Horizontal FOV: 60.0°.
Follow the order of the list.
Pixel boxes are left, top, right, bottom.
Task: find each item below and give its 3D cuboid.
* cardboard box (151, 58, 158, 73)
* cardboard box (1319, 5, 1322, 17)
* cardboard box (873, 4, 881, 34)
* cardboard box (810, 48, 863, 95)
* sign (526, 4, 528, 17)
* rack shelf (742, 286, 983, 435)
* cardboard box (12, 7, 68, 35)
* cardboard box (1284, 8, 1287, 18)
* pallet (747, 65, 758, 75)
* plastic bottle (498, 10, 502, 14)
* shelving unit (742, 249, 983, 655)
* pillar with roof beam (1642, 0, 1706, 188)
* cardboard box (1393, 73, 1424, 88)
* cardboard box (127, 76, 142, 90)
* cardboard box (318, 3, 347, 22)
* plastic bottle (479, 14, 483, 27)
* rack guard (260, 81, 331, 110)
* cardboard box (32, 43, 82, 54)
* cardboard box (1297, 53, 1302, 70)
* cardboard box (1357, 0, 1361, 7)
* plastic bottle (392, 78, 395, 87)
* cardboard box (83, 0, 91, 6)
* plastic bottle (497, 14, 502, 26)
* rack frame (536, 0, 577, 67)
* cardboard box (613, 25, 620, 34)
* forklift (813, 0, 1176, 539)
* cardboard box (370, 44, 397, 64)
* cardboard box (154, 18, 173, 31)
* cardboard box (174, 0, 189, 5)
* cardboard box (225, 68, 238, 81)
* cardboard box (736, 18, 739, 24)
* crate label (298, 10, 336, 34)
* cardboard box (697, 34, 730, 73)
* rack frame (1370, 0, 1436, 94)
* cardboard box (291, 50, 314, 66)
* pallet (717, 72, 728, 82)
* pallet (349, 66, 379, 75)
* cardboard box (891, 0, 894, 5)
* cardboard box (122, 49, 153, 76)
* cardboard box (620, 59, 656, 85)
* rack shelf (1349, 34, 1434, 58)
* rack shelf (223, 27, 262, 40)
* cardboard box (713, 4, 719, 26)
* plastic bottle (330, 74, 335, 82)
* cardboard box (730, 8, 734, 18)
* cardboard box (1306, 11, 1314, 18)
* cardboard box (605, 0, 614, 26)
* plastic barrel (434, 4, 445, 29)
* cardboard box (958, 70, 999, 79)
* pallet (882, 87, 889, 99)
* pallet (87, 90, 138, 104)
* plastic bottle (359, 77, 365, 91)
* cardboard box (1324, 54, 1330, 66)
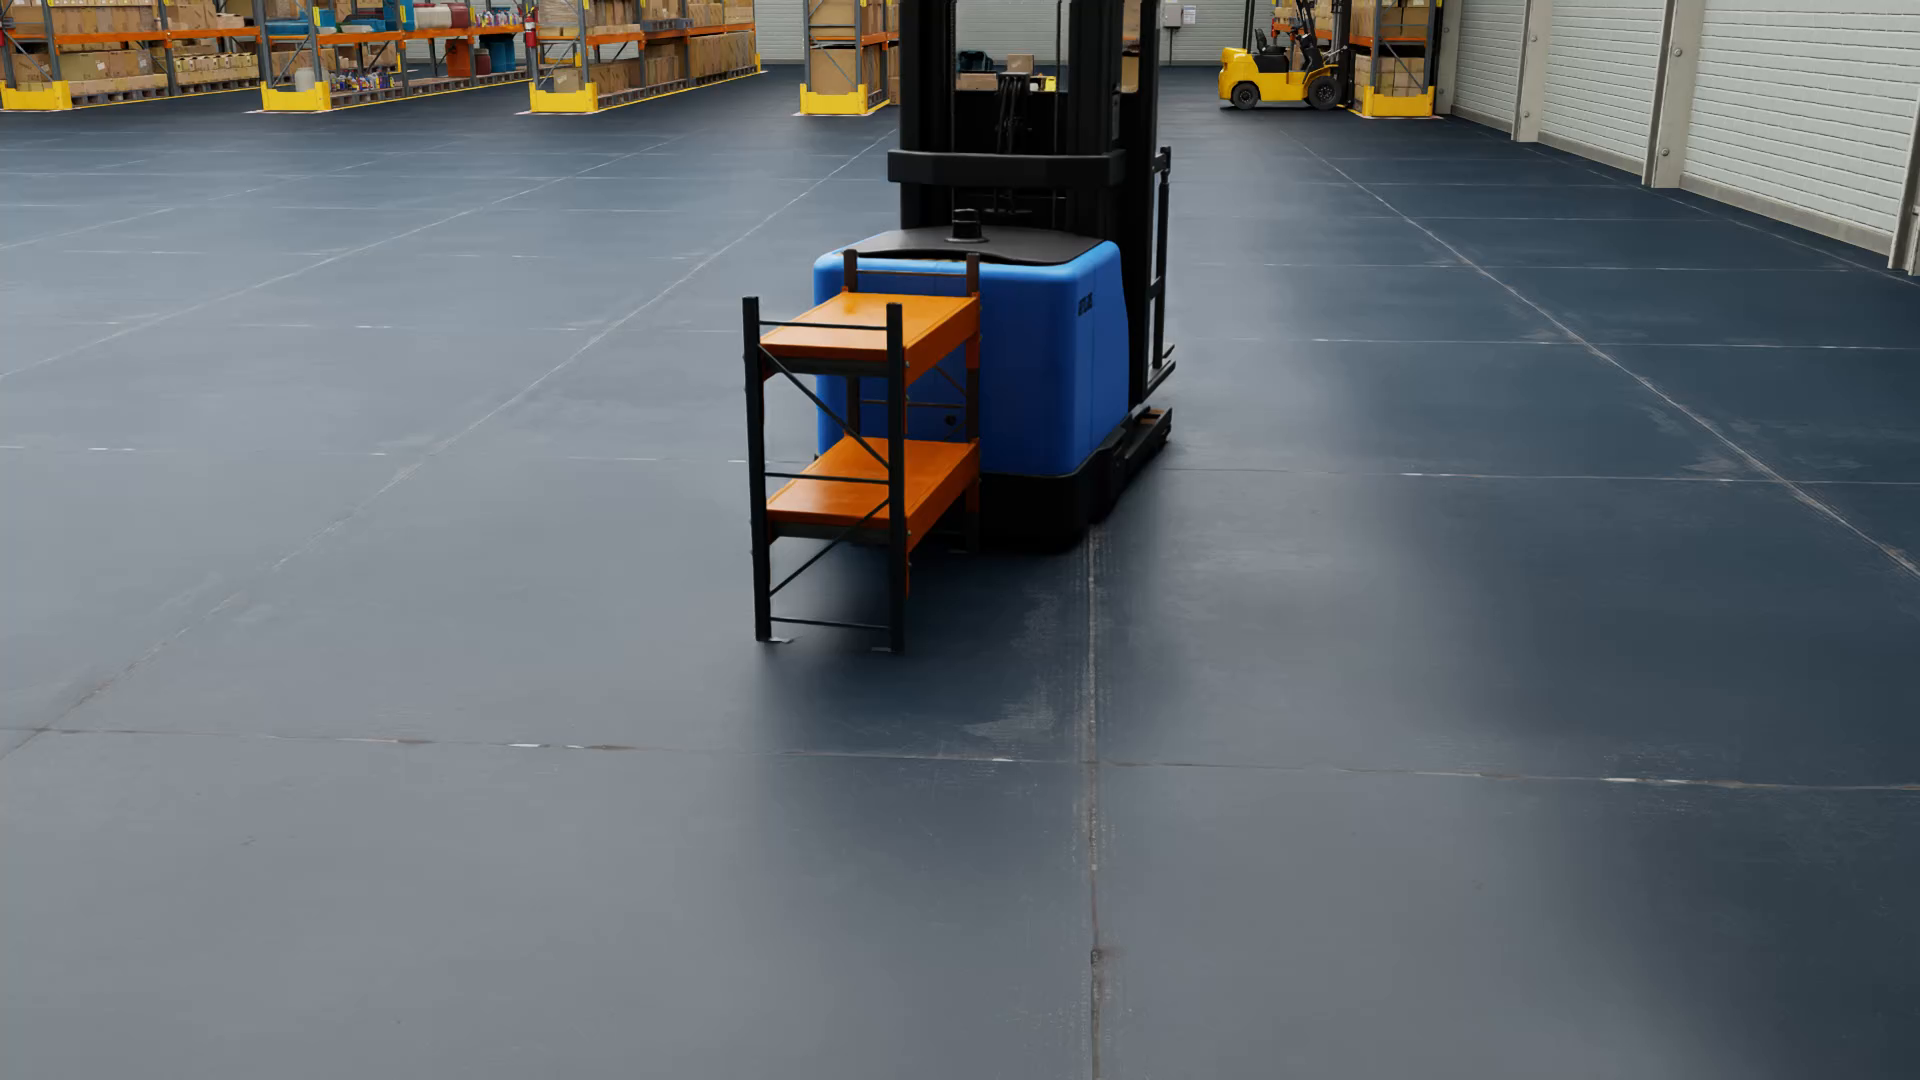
[{"bbox_3d":[-17.036,-9.950,34.813,0.500,0.311,0.500,1,18,4],"label":"cardboard box"},{"bbox_3d":[7.912,-11.226,35.305,0.500,0.250,0.500,2,18,6],"label":"cardboard box"},{"bbox_3d":[-1.990,-10.079,32.126,0.875,0.550,0.550,1,18,4],"label":"cardboard box"},{"bbox_3d":[-2.262,-8.454,30.144,0.875,0.875,0.875,1,18,4],"label":"cardboard box"},{"bbox_3d":[-10.716,-13.150,41.294,0.100,0.325,0.005,1,18,4],"label":"sign"},{"bbox_3d":[-0.297,-0.623,5.577,0.538,0.278,1.000,4,19,13],"label":"rack shelf"},{"bbox_3d":[-17.019,-9.609,30.769,0.700,0.500,0.500,1,18,4],"label":"cardboard box"},{"bbox_3d":[8.374,-13.134,41.453,0.500,0.250,0.500,1,18,4],"label":"cardboard box"},{"bbox_3d":[-6.017,-12.588,44.501,1.003,0.211,1.213,1,18,4],"label":"pallet"},{"bbox_3d":[-11.161,-12.661,40.325,0.144,0.351,0.185,1,18,4],"label":"plastic bottle"},{"bbox_3d":[-0.297,-0.345,5.669,0.538,1.125,1.048,4,19,13],"label":"shelving unit"},{"bbox_3d":[3.446,-8.279,17.239,9.100,9.000,0.400,1,18,4],"label":"pillar with roof beam"},{"bbox_3d":[7.892,-8.135,29.371,0.500,0.250,0.500,2,18,5],"label":"cardboard box"},{"bbox_3d":[-16.661,-9.092,33.095,0.500,0.250,0.500,1,18,4],"label":"cardboard box"},{"bbox_3d":[-15.897,-13.343,42.166,0.500,0.500,0.500,2,18,5],"label":"cardboard box"},{"bbox_3d":[-11.110,-12.045,38.554,0.061,0.283,0.133,1,18,4],"label":"plastic bottle"},{"bbox_3d":[-12.167,-8.141,30.467,1.175,0.500,0.348,1,18,4],"label":"rack guard"},{"bbox_3d":[-21.250,-11.414,39.217,0.750,0.750,0.750,1,18,3],"label":"cardboard box"},{"bbox_3d":[8.183,-11.136,38.932,0.500,0.500,0.500,1,18,2],"label":"cardboard box"},{"bbox_3d":[7.522,-9.888,30.581,0.380,0.149,0.250,1,18,3],"label":"cardboard box"},{"bbox_3d":[-11.554,-9.307,33.796,0.097,0.201,0.097,0,18,0],"label":"plastic bottle"},{"bbox_3d":[-16.750,-10.210,31.562,0.380,0.149,0.250,1,18,2],"label":"cardboard box"},{"bbox_3d":[-11.059,-12.459,39.828,0.152,0.276,0.135,1,18,4],"label":"plastic bottle"},{"bbox_3d":[-10.978,-14.274,45.168,1.000,3.000,0.127,1,18,4],"label":"rack frame"},{"bbox_3d":[-6.742,-9.778,31.851,0.380,0.149,0.250,1,18,4],"label":"cardboard box"},{"bbox_3d":[0.364,-1.818,7.266,1.130,2.935,3.031,6,19,17],"label":"forklift"},{"bbox_3d":[-15.712,-13.233,45.297,0.500,0.500,0.500,1,18,4],"label":"cardboard box"},{"bbox_3d":[-16.787,-10.741,34.628,0.500,0.250,0.500,2,18,7],"label":"cardboard box"},{"bbox_3d":[-20.991,-14.016,43.899,0.980,0.700,0.700,0,18,1],"label":"cardboard box"},{"bbox_3d":[-16.359,-10.309,36.808,0.500,0.250,0.500,2,18,5],"label":"cardboard box"},{"bbox_3d":[-5.879,-13.289,42.564,0.380,0.149,0.250,1,18,5],"label":"cardboard box"},{"bbox_3d":[-12.263,-9.899,31.760,0.502,0.435,0.616,1,18,4],"label":"crate label"},{"bbox_3d":[-6.351,-11.912,40.696,1.225,0.875,0.875,1,18,4],"label":"cardboard box"},{"bbox_3d":[7.651,-8.863,28.655,1.000,3.000,0.127,1,18,4],"label":"rack frame"},{"bbox_3d":[-16.035,-11.696,40.607,0.500,0.500,0.500,2,18,5],"label":"cardboard box"},{"bbox_3d":[-6.305,-11.355,40.737,1.003,0.211,1.213,1,18,4],"label":"pallet"},{"bbox_3d":[-16.070,-12.411,43.962,1.003,0.211,1.213,1,18,4],"label":"pallet"},{"bbox_3d":[-1.783,-11.604,35.252,0.700,0.500,0.500,1,18,3],"label":"cardboard box"},{"bbox_3d":[-16.641,-9.604,33.453,0.500,0.500,0.500,1,18,4],"label":"cardboard box"},{"bbox_3d":[-6.780,-9.796,34.808,0.700,0.500,0.500,1,18,4],"label":"cardboard box"},{"bbox_3d":[7.794,-9.143,30.663,1.077,0.370,4.000,1,18,4],"label":"rack shelf"},{"bbox_3d":[-16.349,-12.180,39.934,1.077,0.370,4.000,1,18,4],"label":"rack shelf"},{"bbox_3d":[-6.128,-12.664,40.093,0.500,0.500,0.500,2,18,6],"label":"cardboard box"},{"bbox_3d":[-12.367,-9.007,32.643,0.144,0.351,0.185,2,18,6],"label":"plastic bottle"},{"bbox_3d":[-5.989,-13.286,41.914,0.500,0.250,0.500,1,18,4],"label":"cardboard box"},{"bbox_3d":[7.889,-11.641,36.860,0.380,0.149,0.250,2,18,5],"label":"cardboard box"},{"bbox_3d":[-7.075,-10.021,31.549,0.875,0.500,0.500,1,18,4],"label":"cardboard box"},{"bbox_3d":[-11.442,-11.387,36.179,0.421,0.512,0.421,0,18,0],"label":"plastic barrel"},{"bbox_3d":[0.359,-8.744,32.082,0.797,0.637,0.503,1,18,4],"label":"cardboard box"},{"bbox_3d":[-1.978,-9.211,34.193,1.003,0.211,1.213,1,18,4],"label":"pallet"},{"bbox_3d":[-16.962,-8.708,32.658,1.003,0.211,1.213,1,18,4],"label":"pallet"},{"bbox_3d":[-11.660,-8.880,32.381,0.097,0.271,0.097,0,18,0],"label":"plastic bottle"},{"bbox_3d":[8.079,-9.813,34.694,0.875,0.625,0.625,1,18,2],"label":"cardboard box"}]
